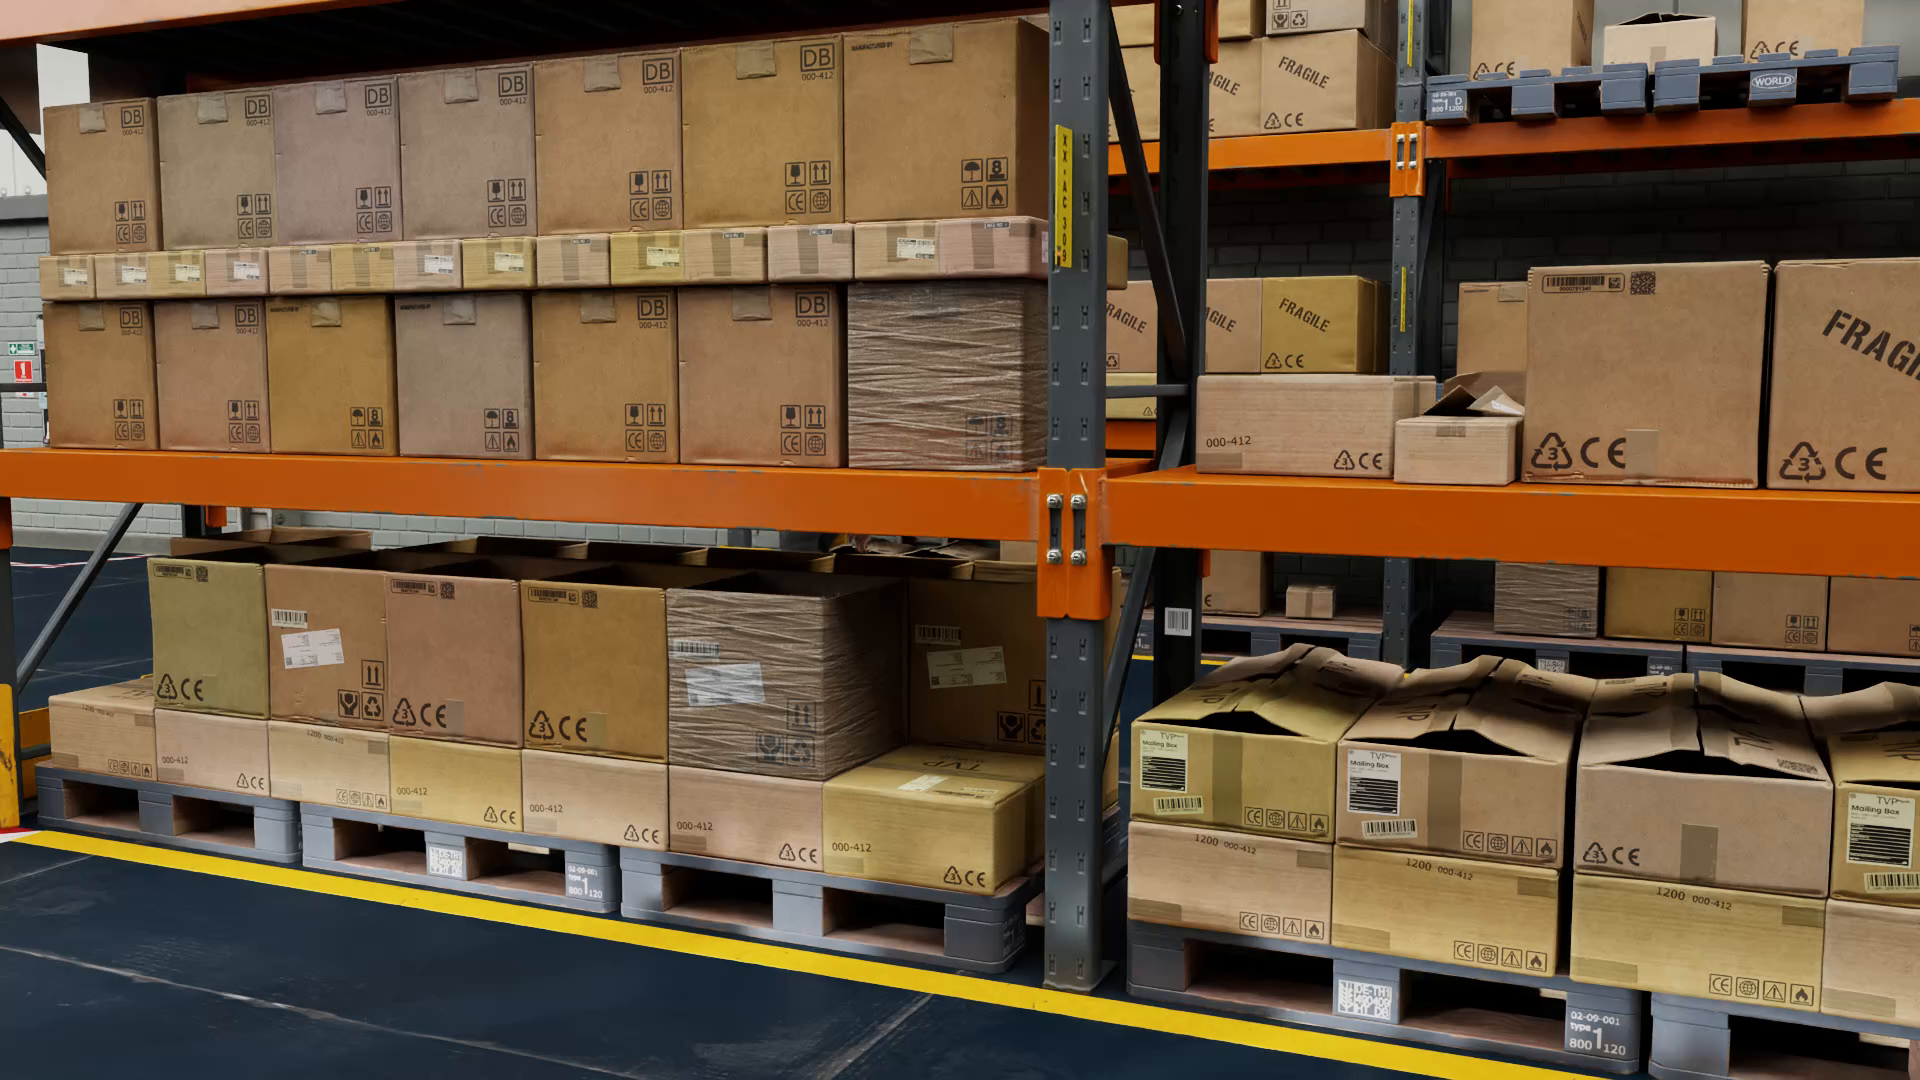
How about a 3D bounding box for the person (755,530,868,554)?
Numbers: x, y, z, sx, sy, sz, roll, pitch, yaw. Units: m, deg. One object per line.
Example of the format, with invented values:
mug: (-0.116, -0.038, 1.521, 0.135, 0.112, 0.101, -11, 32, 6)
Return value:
person: (-0.867, -0.136, 8.879, 0.901, 1.582, 0.496, 5, 8, 42)
